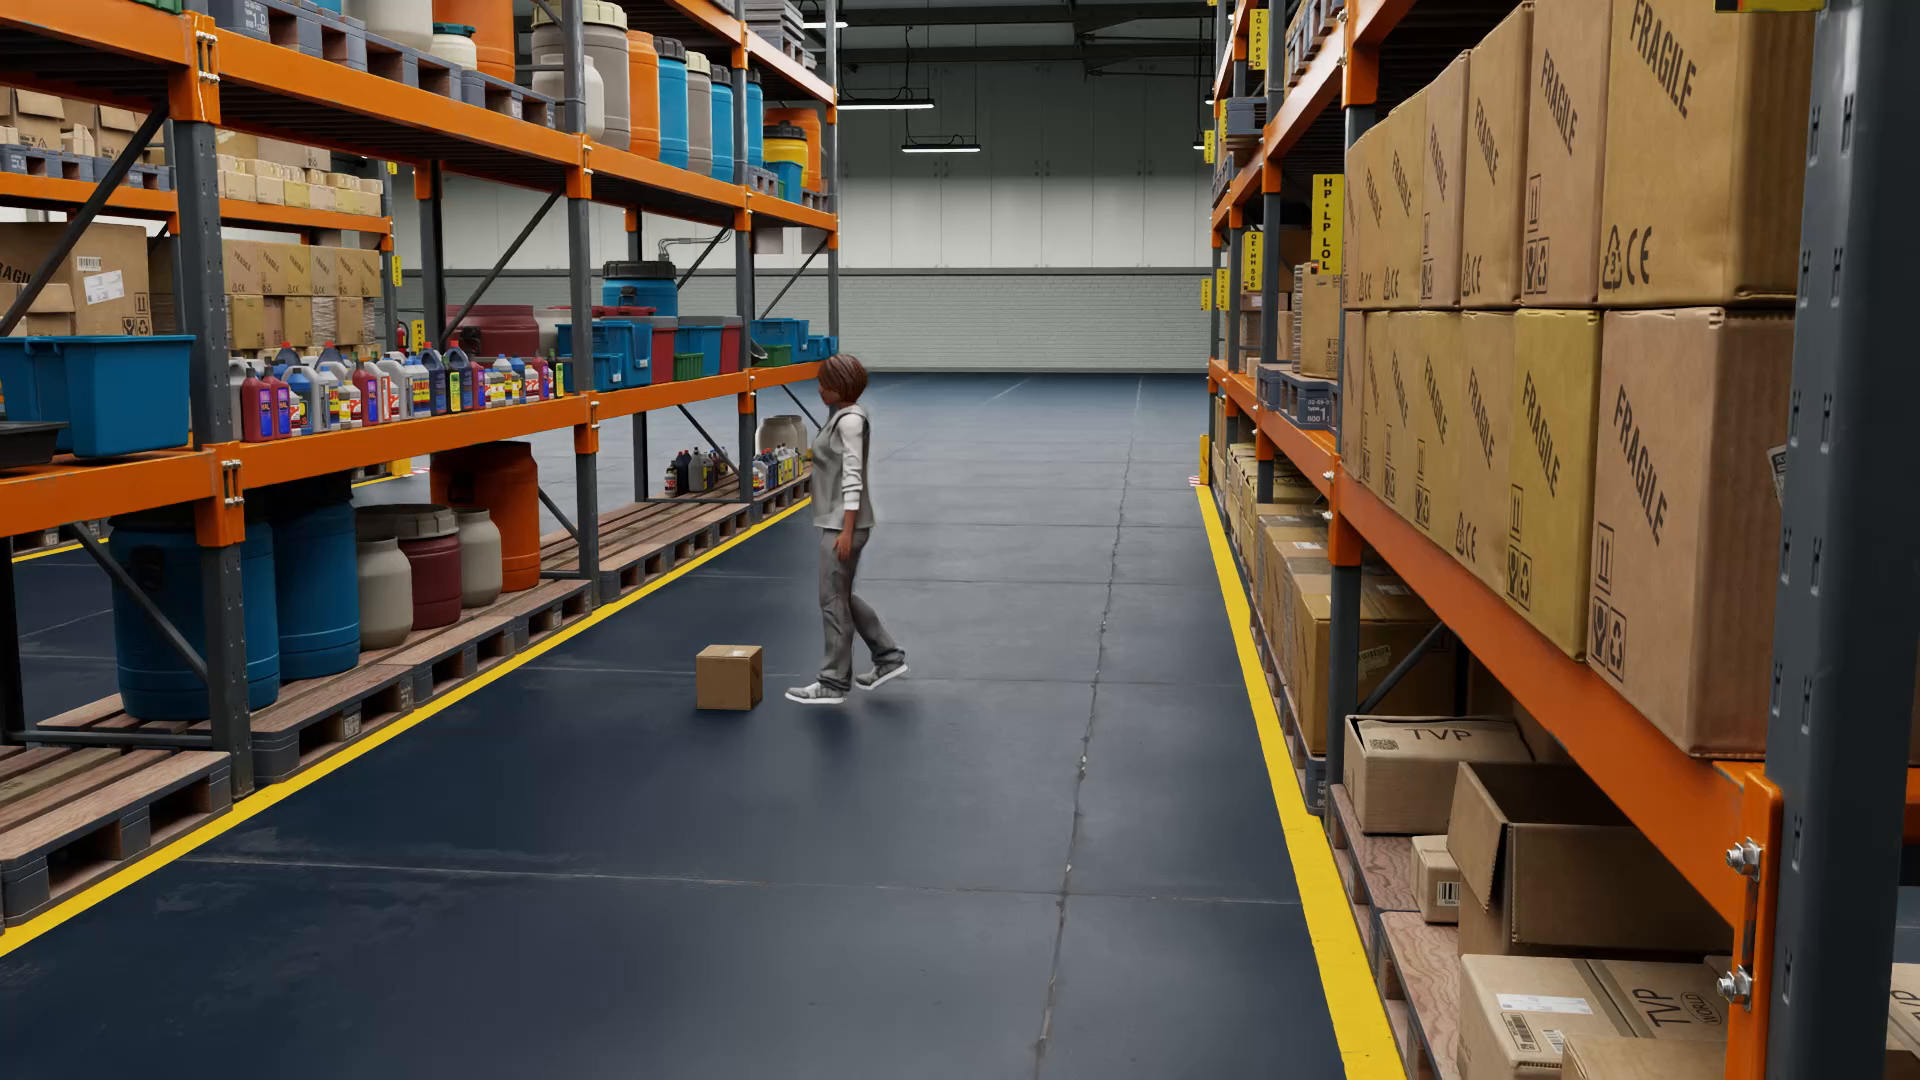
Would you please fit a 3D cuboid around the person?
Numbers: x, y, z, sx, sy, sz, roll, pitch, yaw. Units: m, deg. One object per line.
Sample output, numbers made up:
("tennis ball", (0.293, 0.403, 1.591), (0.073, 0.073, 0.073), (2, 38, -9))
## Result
("person", (-0.521, -0.052, 7.597), (0.567, 1.587, 0.433), (0, 8, -4))
